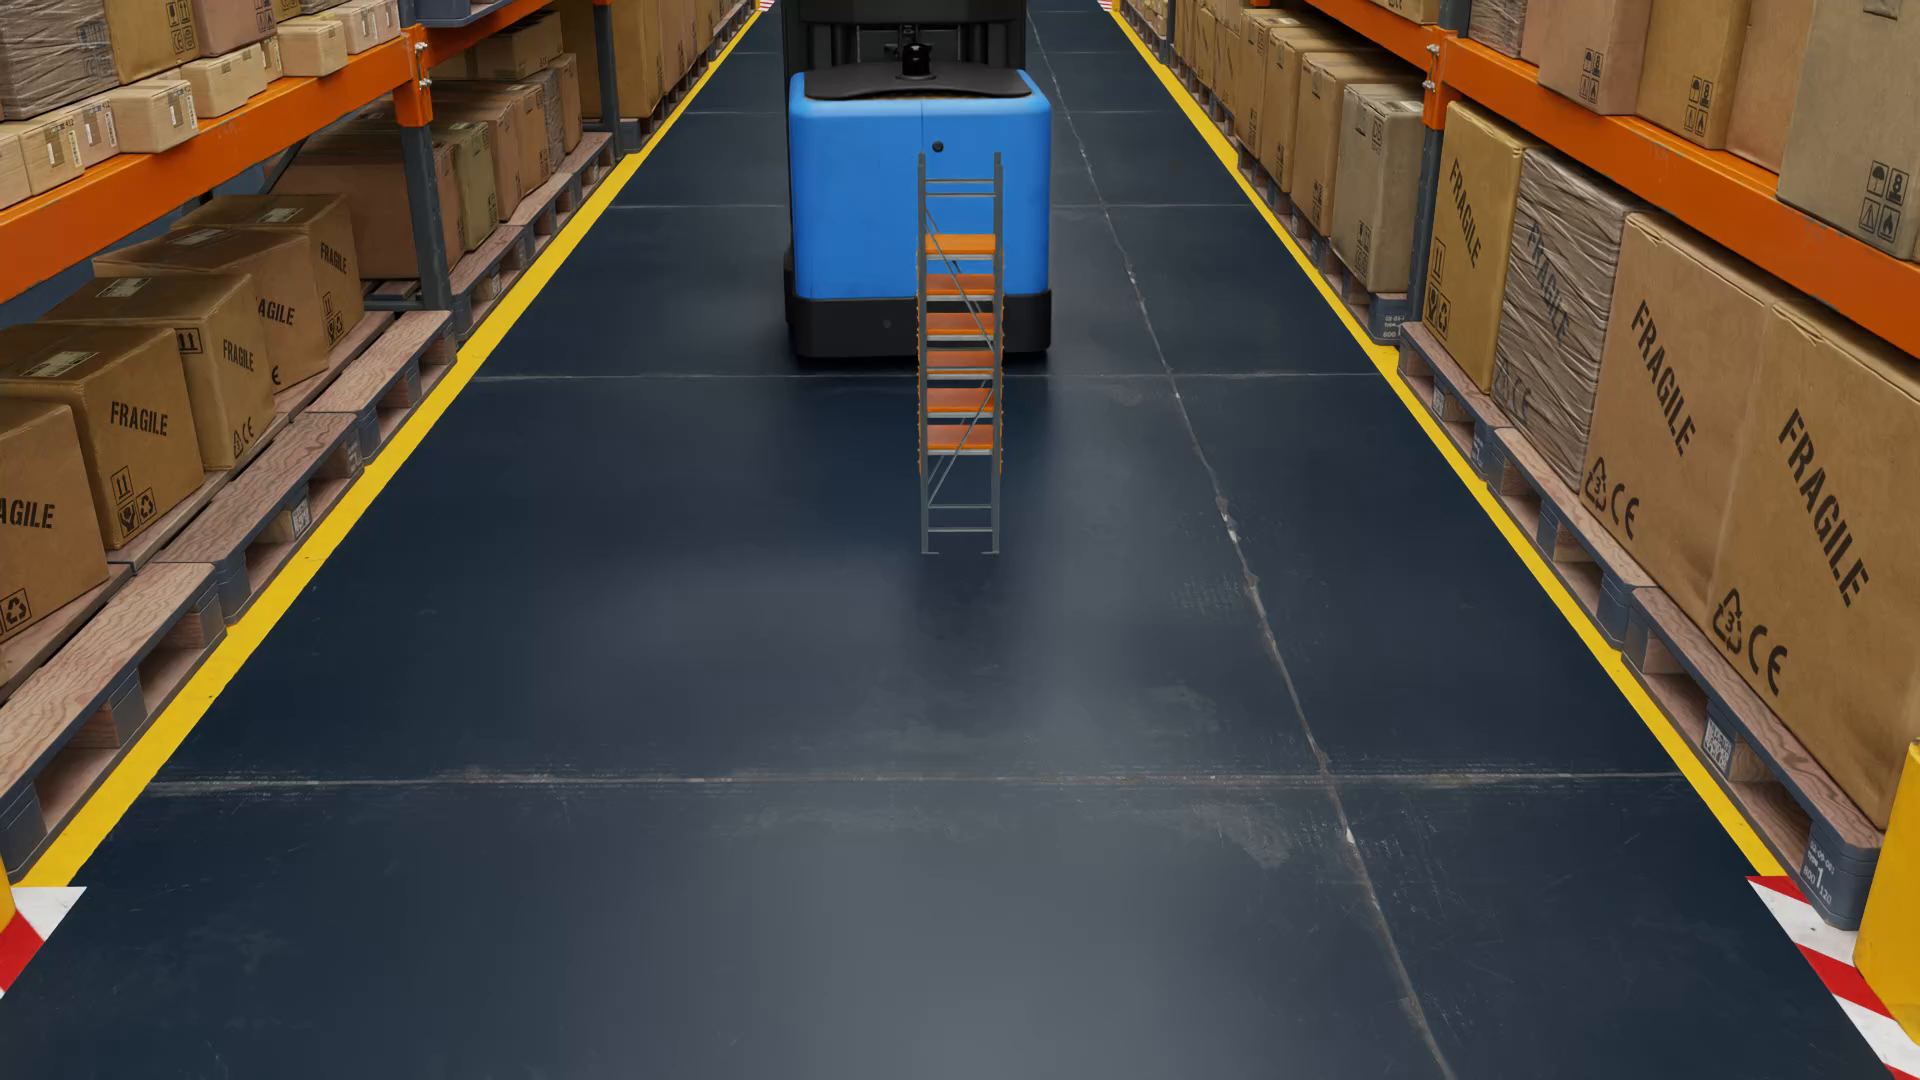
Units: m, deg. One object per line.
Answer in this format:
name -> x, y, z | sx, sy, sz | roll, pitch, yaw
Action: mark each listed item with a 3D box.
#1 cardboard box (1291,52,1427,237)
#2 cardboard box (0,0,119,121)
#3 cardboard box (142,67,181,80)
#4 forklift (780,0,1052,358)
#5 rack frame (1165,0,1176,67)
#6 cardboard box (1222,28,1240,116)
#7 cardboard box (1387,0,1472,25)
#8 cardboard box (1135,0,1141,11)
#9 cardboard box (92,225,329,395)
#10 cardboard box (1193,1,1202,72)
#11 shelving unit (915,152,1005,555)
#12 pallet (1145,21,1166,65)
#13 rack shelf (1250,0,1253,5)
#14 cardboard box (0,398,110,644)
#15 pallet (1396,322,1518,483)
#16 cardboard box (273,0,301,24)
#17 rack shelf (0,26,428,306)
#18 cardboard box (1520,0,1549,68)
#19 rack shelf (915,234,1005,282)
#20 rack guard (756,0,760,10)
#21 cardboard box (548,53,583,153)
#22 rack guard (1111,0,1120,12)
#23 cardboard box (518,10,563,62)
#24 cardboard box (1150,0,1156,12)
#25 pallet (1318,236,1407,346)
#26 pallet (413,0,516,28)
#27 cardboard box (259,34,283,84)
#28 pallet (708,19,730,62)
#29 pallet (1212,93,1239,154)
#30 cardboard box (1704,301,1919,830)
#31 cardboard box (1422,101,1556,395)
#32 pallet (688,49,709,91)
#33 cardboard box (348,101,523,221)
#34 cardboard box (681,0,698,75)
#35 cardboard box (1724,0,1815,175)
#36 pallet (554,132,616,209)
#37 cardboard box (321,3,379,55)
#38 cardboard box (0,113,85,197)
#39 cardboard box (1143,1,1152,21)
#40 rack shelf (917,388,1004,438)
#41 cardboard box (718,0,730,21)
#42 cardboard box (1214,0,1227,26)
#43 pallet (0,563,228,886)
cardboard box -> 2.241, -1.943, 8.126 | 1.050, 0.750, 0.750 | 0, 24, -1
cardboard box -> -2.639, -1.314, 4.033 | 0.875, 0.500, 0.500 | 0, 24, -1
cardboard box -> -2.392, -1.220, 4.611 | 0.380, 0.149, 0.250 | 0, 24, -1
forklift -> -0.271, -2.640, 7.529 | 1.130, 2.935, 3.031 | -2, 24, -4
rack frame -> 2.257, -5.420, 13.594 | 1.000, 3.000, 0.127 | 0, 24, -1
cardboard box -> 2.032, -3.094, 10.975 | 0.500, 0.500, 0.500 | 0, 24, -1
cardboard box -> 2.072, -2.383, 6.757 | 0.500, 0.500, 0.500 | 0, 24, -1
cardboard box -> 1.901, -5.220, 16.101 | 0.380, 0.149, 0.250 | -1, 24, -3
cardboard box -> -2.638, -0.794, 5.890 | 0.500, 0.500, 0.500 | 8, 25, 16
cardboard box -> 2.027, -3.733, 12.387 | 0.500, 0.500, 0.500 | 0, 24, 0
shelving unit -> 0.000, -0.541, 4.990 | 0.258, 1.200, 0.189 | 0, 24, -1
pallet -> 2.215, -4.426, 14.780 | 1.003, 0.211, 1.213 | 0, 24, -1
rack shelf -> 2.279, -4.268, 11.920 | 1.077, 0.370, 4.000 | 0, 24, -1
cardboard box -> -2.603, -0.050, 4.245 | 0.500, 0.500, 0.500 | 6, 25, 13
pallet -> 2.275, -0.539, 6.186 | 1.003, 0.211, 1.213 | 0, 24, -1
cardboard box -> -2.703, -1.932, 5.399 | 0.875, 0.500, 0.500 | 0, 24, -1
rack shelf -> -2.594, -0.991, 4.674 | 1.077, 0.370, 4.000 | 0, 24, -1
cardboard box -> 2.389, -1.813, 5.437 | 0.875, 0.550, 0.550 | 0, 24, -1
rack shelf -> 0.000, -0.828, 4.860 | 0.258, 0.103, 0.180 | 0, 24, -1
rack guard -> -2.747, -5.959, 17.818 | 1.175, 0.500, 0.348 | 0, 24, -1
cardboard box -> -2.632, -2.577, 9.806 | 0.700, 0.500, 0.500 | -2, 24, -3
rack guard -> 2.215, -5.898, 17.684 | 1.175, 0.500, 0.348 | 0, 24, -1
cardboard box -> -2.622, -2.918, 9.652 | 0.500, 0.250, 0.500 | 1, 24, 2
cardboard box -> 1.900, -4.798, 14.808 | 0.380, 0.149, 0.250 | -1, 24, -2
pallet -> 2.261, -1.171, 7.582 | 1.003, 0.211, 1.213 | 0, 24, -1
pallet -> -2.479, -2.371, 7.085 | 1.003, 0.211, 1.213 | 0, 24, -1
cardboard box -> -2.399, -1.529, 5.295 | 0.380, 0.149, 0.250 | 0, 24, -1
pallet -> -2.633, -4.482, 14.905 | 1.003, 0.211, 1.213 | 0, 24, -1
pallet -> 2.294, -2.823, 11.236 | 1.003, 0.211, 1.213 | 0, 24, -1
cardboard box -> 2.315, 0.022, 3.629 | 0.875, 0.875, 0.875 | 0, 24, 0
cardboard box -> 2.282, -1.087, 6.083 | 0.875, 0.875, 0.875 | 0, 24, 0
pallet -> -2.620, -3.851, 13.509 | 1.003, 0.211, 1.213 | 0, 24, -1
cardboard box -> -2.594, -1.885, 8.276 | 0.700, 0.500, 0.500 | -2, 24, -5
cardboard box -> -2.666, -4.031, 12.591 | 1.225, 0.875, 0.875 | -1, 24, -2
cardboard box -> 2.431, -1.154, 3.980 | 0.875, 0.550, 0.550 | 0, 24, -1
pallet -> -2.653, -2.198, 9.855 | 1.003, 0.211, 1.213 | 0, 24, -1
cardboard box -> -2.327, -1.838, 5.979 | 0.380, 0.149, 0.250 | 0, 24, -1
cardboard box -> -2.328, -0.911, 3.929 | 0.380, 0.149, 0.250 | 0, 24, -1
cardboard box -> 1.901, -4.899, 15.392 | 0.380, 0.149, 0.250 | 0, 24, -1
rack shelf -> 0.000, -0.391, 5.057 | 0.258, 0.103, 0.180 | 0, 24, -1
cardboard box -> -2.640, -5.306, 15.410 | 0.875, 0.875, 0.875 | 0, 24, -1
cardboard box -> 2.015, -3.654, 11.304 | 0.500, 0.250, 0.500 | 0, 24, 0
pallet -> -2.547, 0.410, 4.088 | 1.003, 0.211, 1.213 | 0, 24, -1
